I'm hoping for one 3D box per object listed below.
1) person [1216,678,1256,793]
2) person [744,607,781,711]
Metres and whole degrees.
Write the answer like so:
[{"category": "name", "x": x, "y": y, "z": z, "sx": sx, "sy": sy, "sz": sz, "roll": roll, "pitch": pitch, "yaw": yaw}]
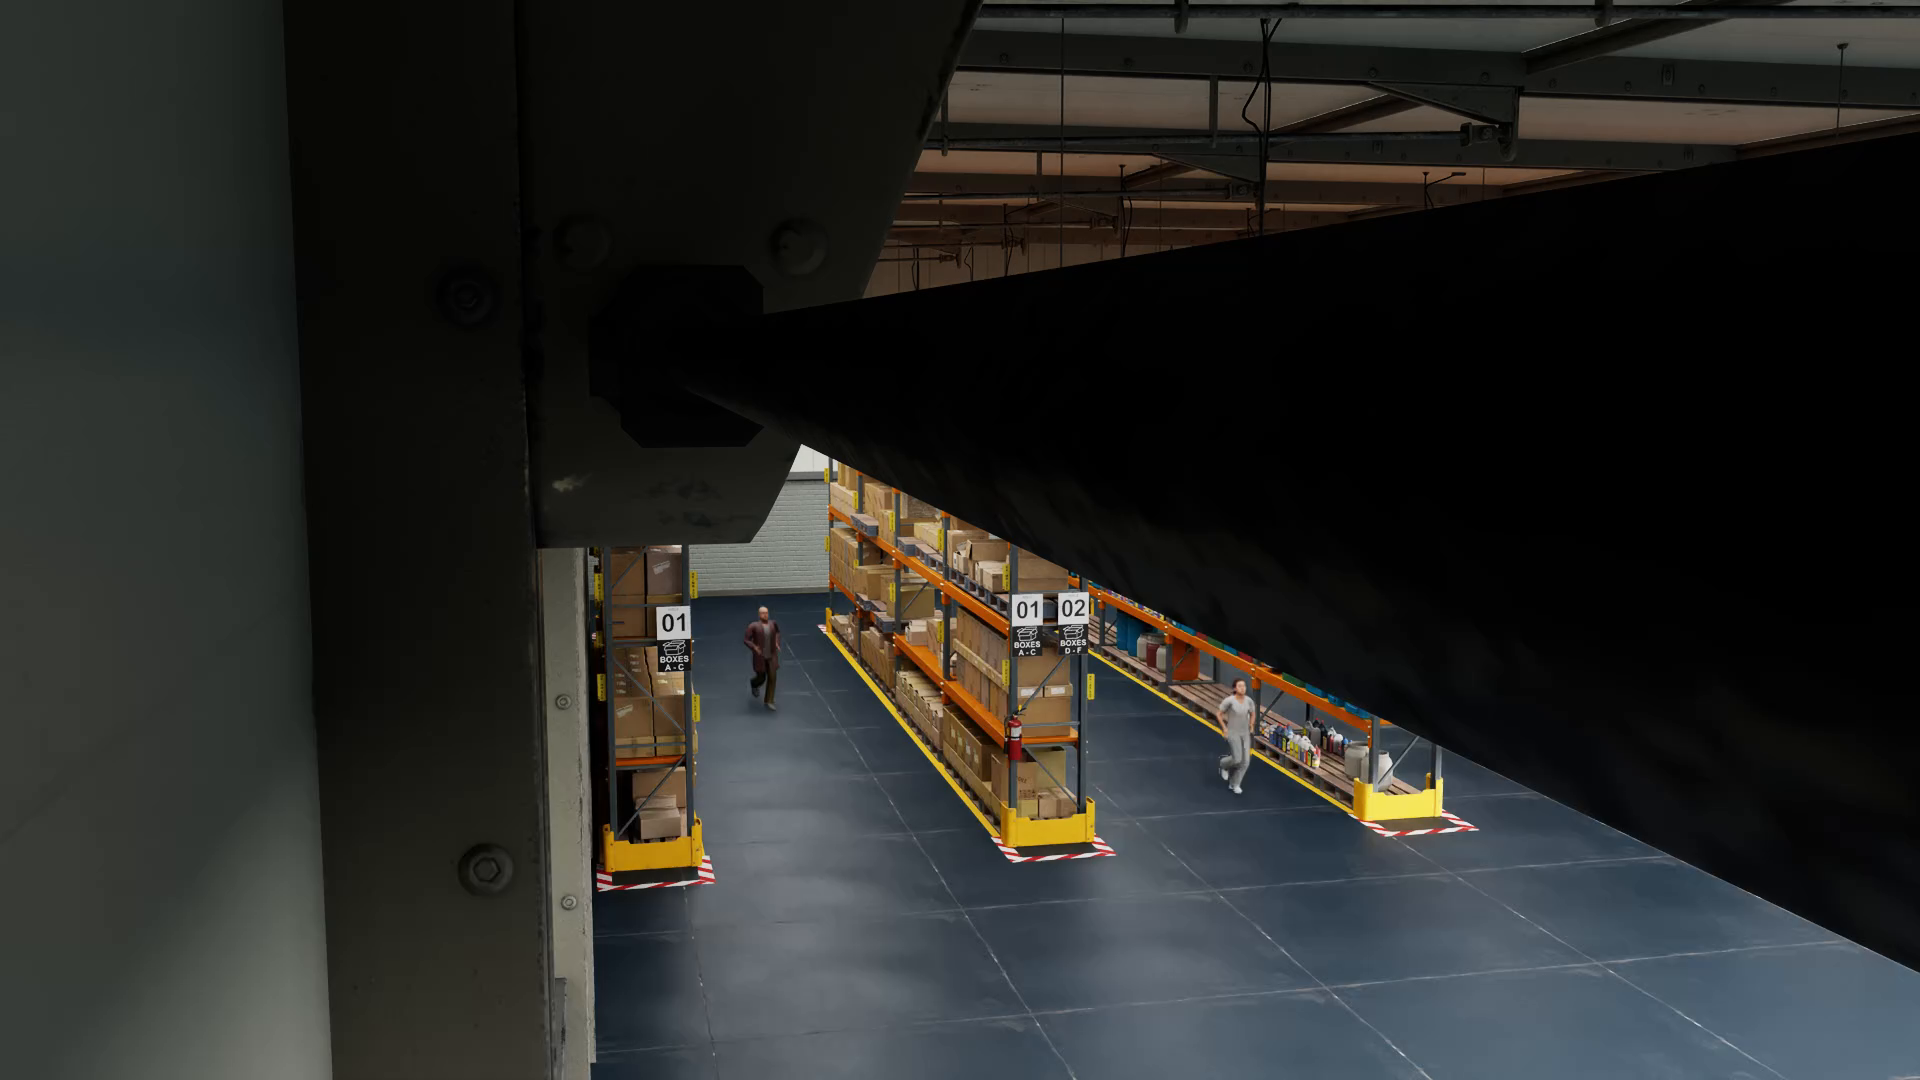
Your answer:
[{"category": "person", "x": 3.927, "y": 2.751, "z": 23.489, "sx": 0.566, "sy": 1.626, "sz": 0.560, "roll": -2, "pitch": 7, "yaw": -16}, {"category": "person", "x": -3.408, "y": 2.033, "z": 28.949, "sx": 0.712, "sy": 1.764, "sz": 0.918, "roll": -3, "pitch": 8, "yaw": -26}]
